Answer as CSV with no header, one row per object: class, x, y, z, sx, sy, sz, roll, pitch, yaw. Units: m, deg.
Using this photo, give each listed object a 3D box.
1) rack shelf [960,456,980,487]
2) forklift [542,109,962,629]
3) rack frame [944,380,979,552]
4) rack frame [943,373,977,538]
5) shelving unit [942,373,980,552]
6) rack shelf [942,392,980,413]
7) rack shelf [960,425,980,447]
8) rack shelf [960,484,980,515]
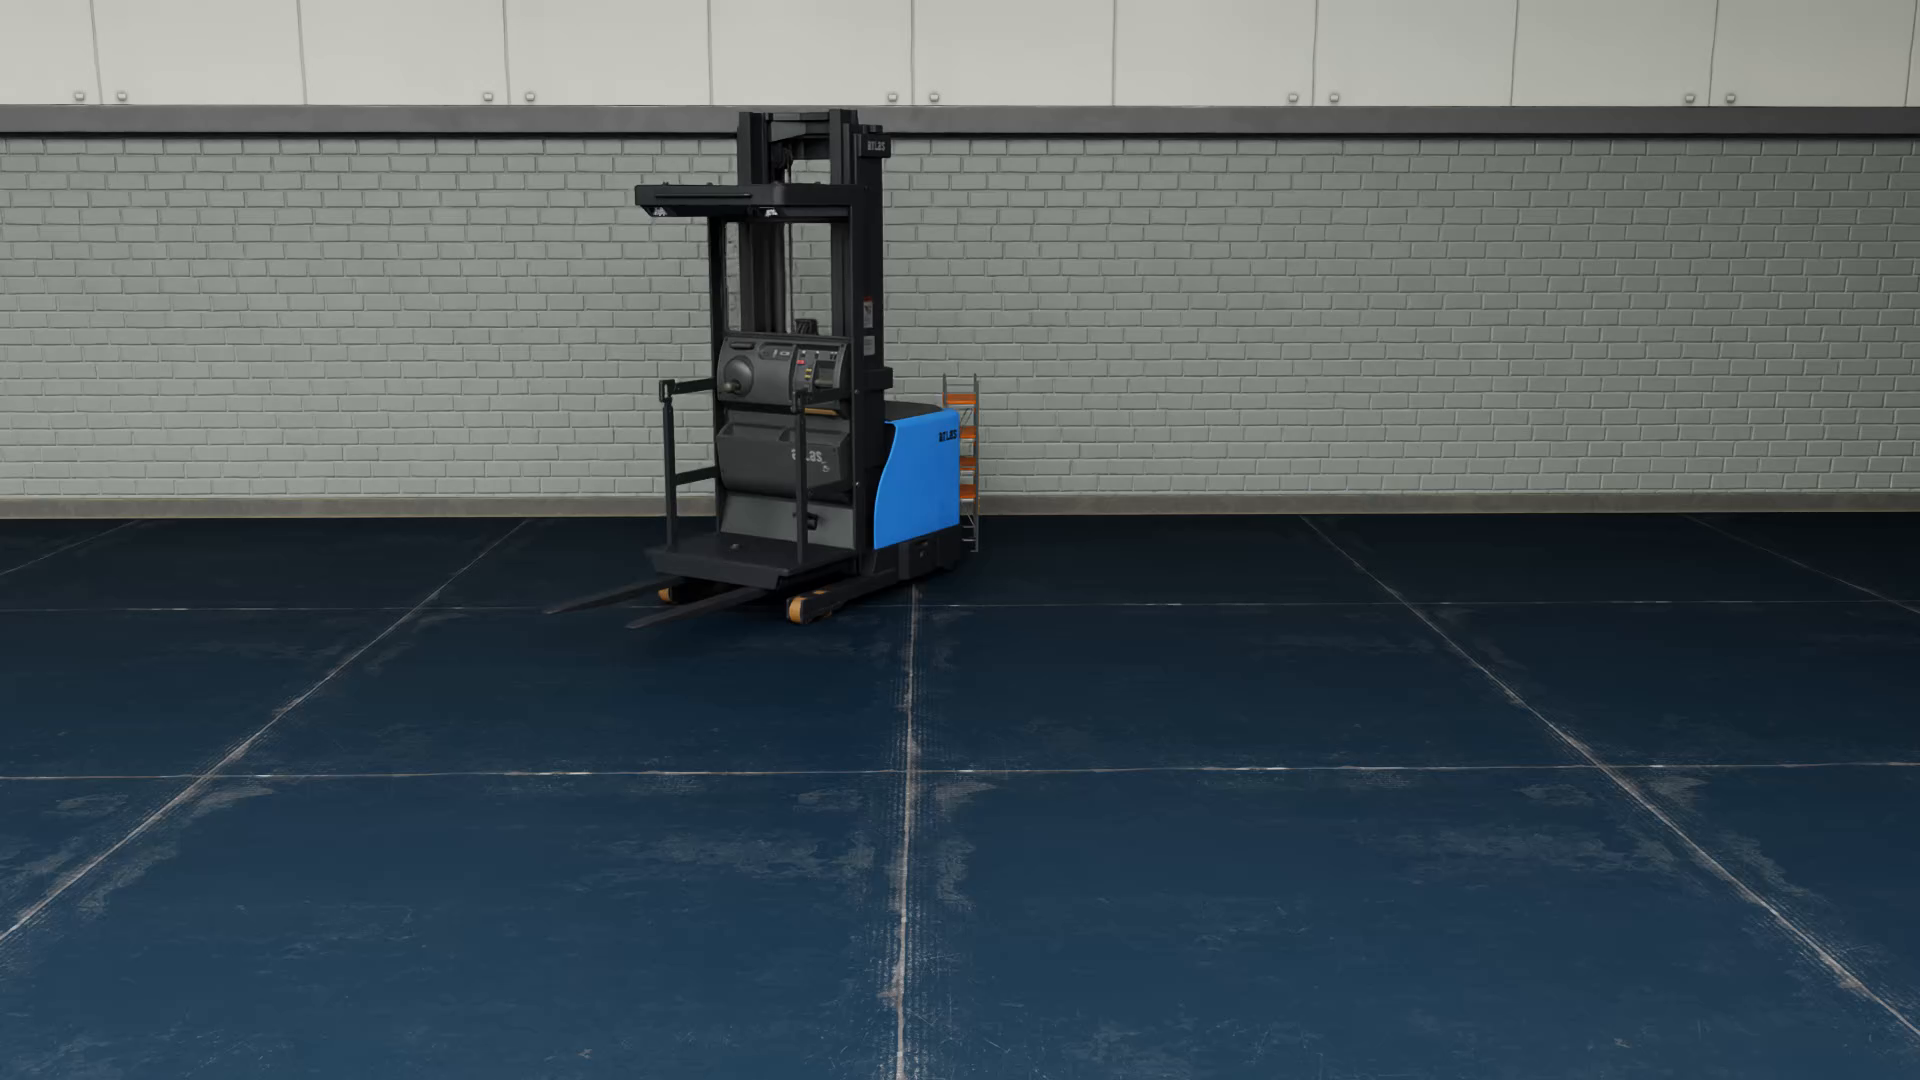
rack shelf,0.003,-0.489,11.791,0.258,0.148,0.480,0,11,-1
forklift,-1.190,-1.050,9.863,1.130,2.935,3.031,7,13,31
rack frame,0.008,-0.507,11.539,0.240,1.200,0.015,0,11,-1
rack frame,-0.002,-0.604,12.017,0.240,1.200,0.015,0,11,-1
shelving unit,0.003,-0.555,11.778,0.258,1.200,0.503,0,11,-1
rack shelf,0.003,-0.940,11.699,0.258,0.148,0.480,0,11,-1
rack shelf,0.003,-0.708,11.747,0.258,0.148,0.480,0,11,-1
rack shelf,0.003,-0.295,11.830,0.258,0.148,0.480,0,11,-1
